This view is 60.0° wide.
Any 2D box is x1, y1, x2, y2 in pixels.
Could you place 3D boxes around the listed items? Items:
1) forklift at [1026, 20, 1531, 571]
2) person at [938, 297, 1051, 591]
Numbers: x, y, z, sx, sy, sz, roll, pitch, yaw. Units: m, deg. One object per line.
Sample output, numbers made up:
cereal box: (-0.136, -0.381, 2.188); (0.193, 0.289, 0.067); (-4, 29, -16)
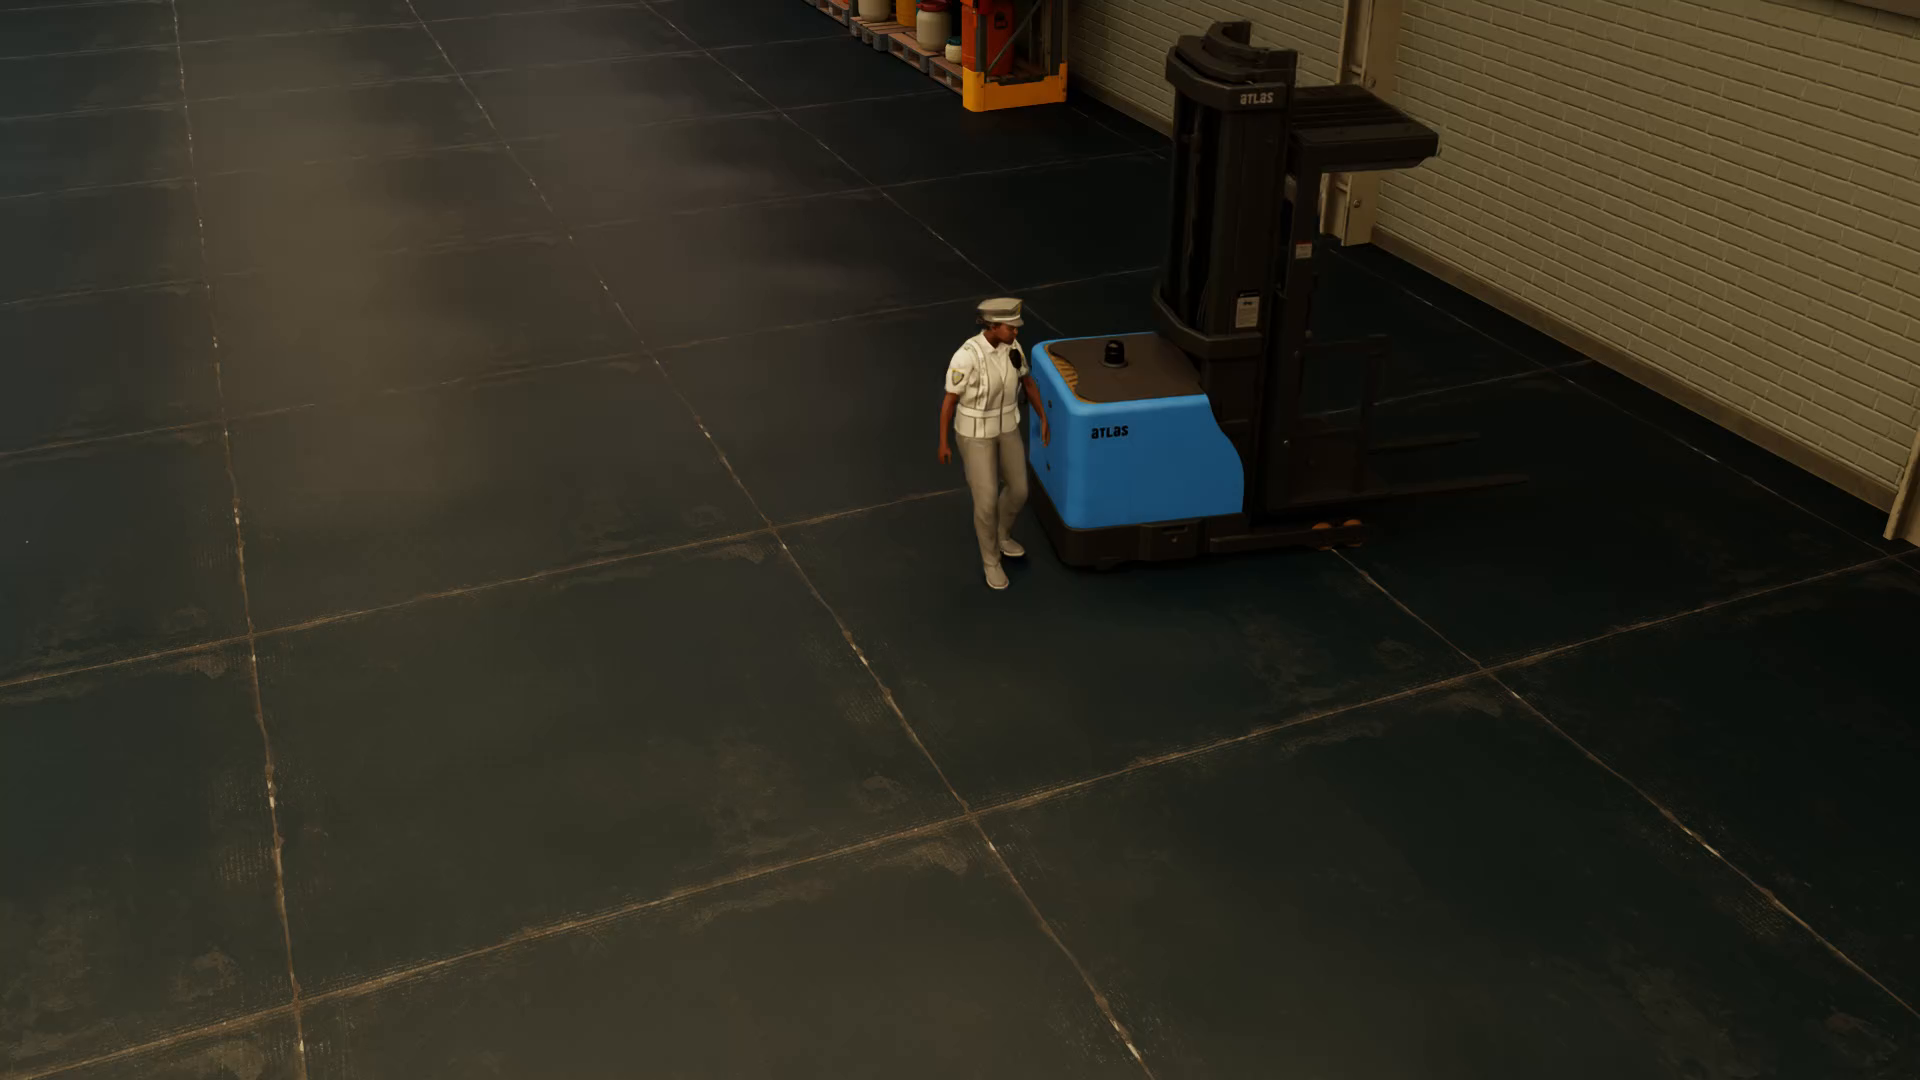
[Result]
forklift: (1.985, -1.458, 9.670); (3.031, 2.935, 1.130); (-6, 30, -11)
person: (0.232, -0.575, 9.446); (0.675, 1.615, 0.575); (-21, 36, -32)
